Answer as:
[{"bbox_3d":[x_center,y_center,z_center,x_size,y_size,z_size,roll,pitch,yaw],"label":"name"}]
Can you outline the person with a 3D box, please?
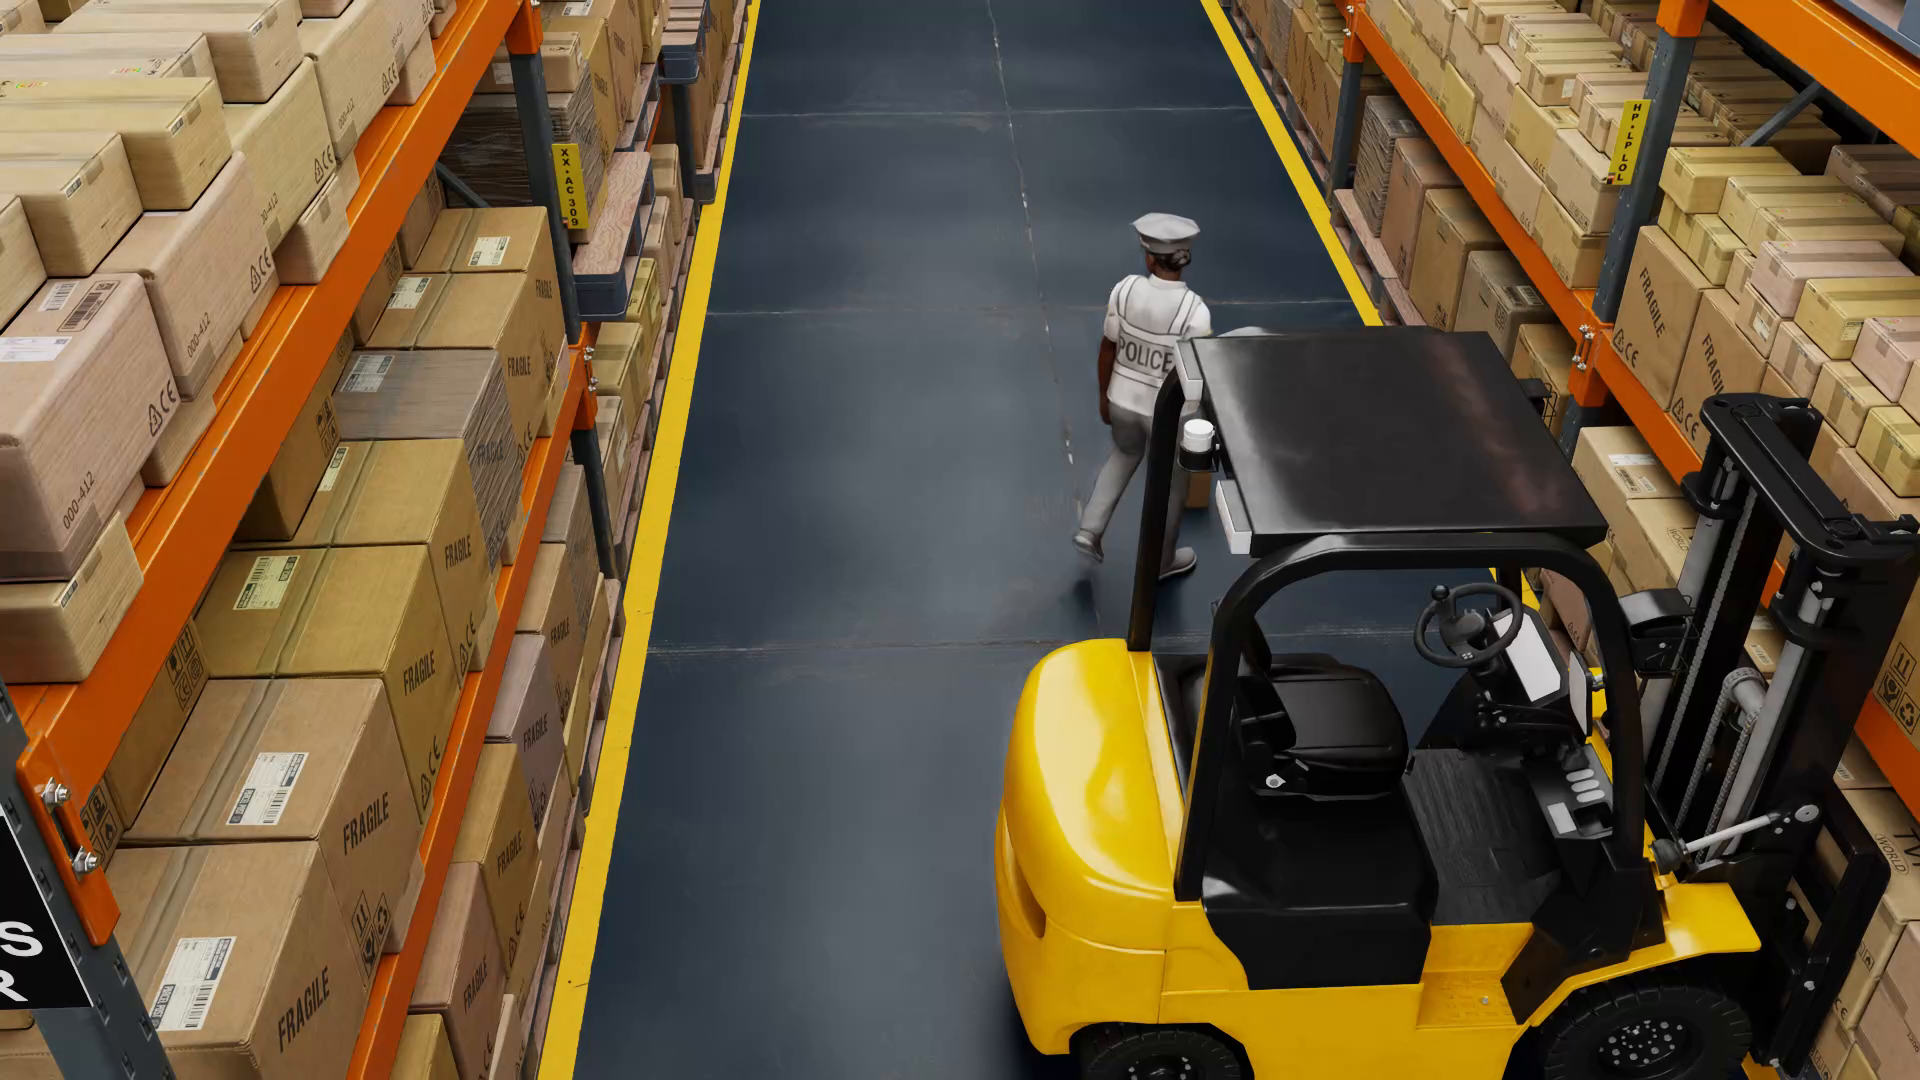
[{"bbox_3d":[0.791,-0.528,6.862,0.493,1.660,0.514,25,42,30],"label":"person"}]
